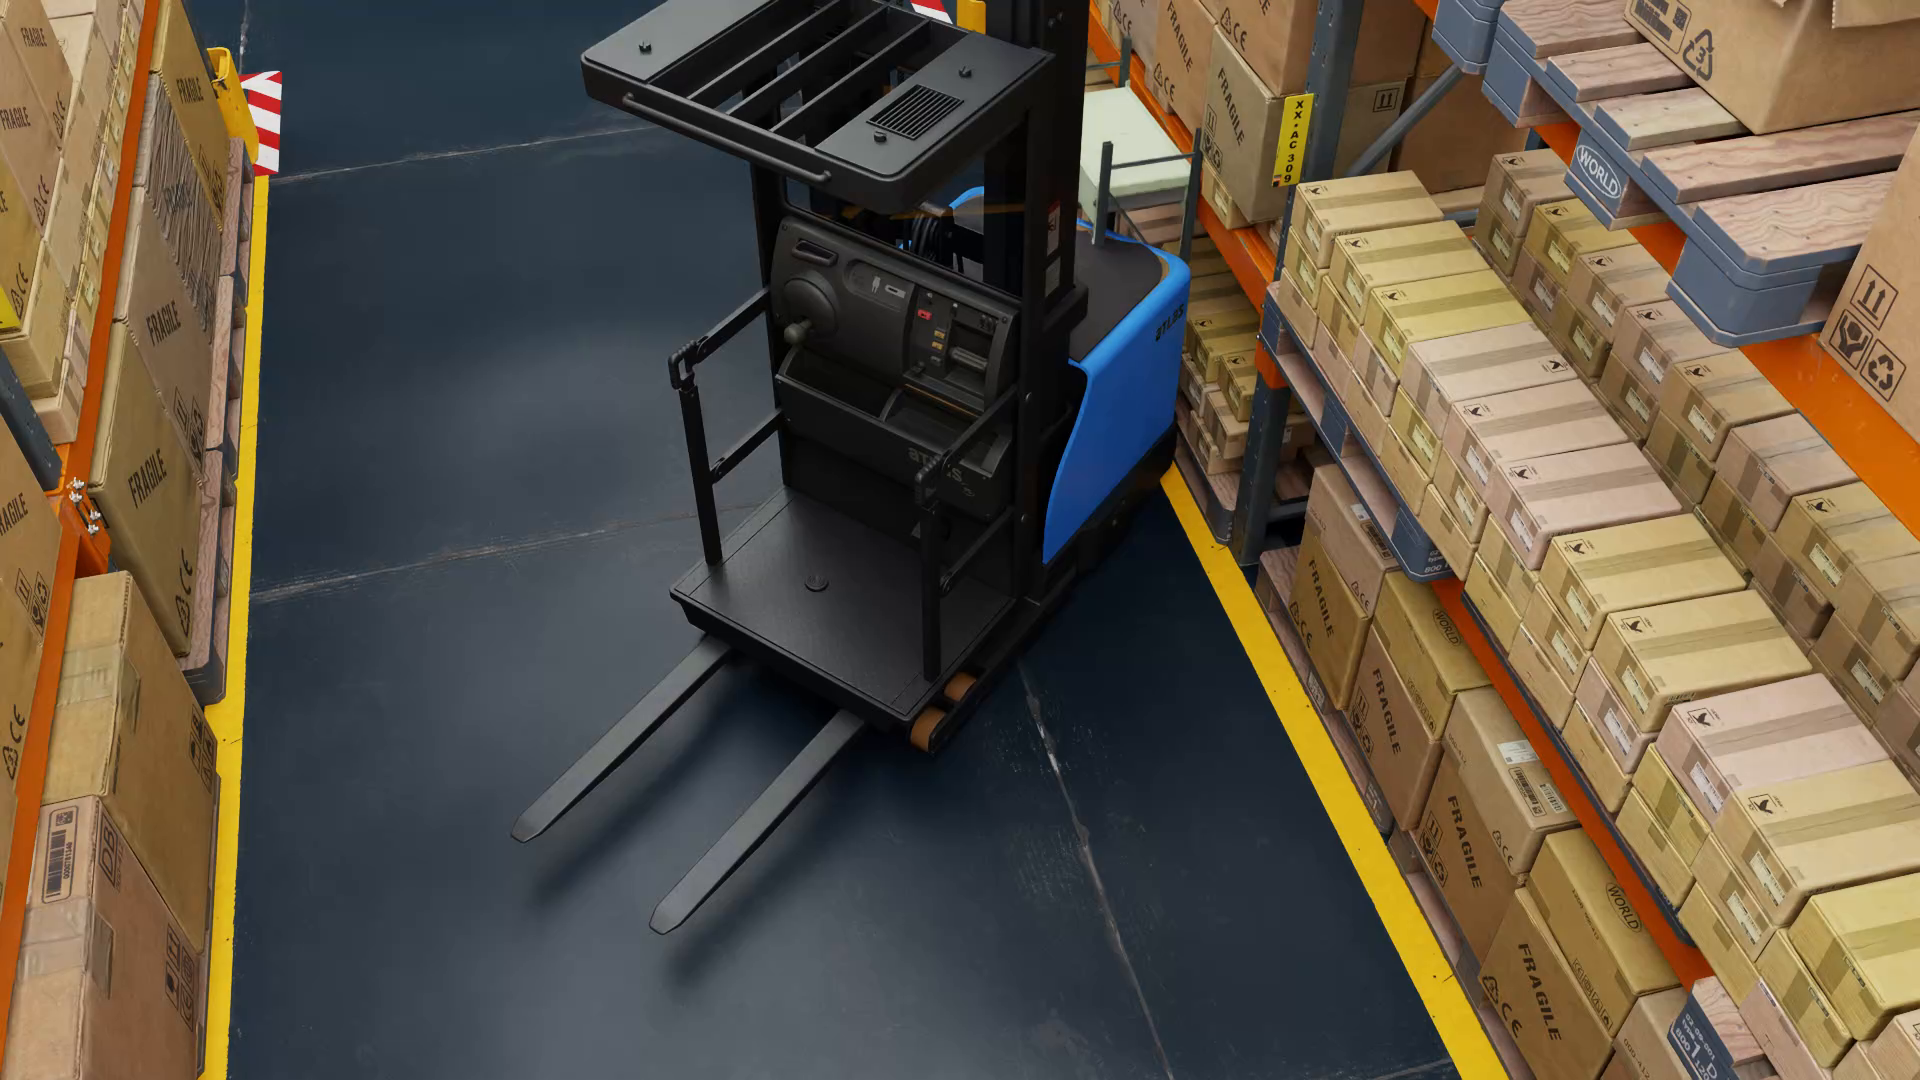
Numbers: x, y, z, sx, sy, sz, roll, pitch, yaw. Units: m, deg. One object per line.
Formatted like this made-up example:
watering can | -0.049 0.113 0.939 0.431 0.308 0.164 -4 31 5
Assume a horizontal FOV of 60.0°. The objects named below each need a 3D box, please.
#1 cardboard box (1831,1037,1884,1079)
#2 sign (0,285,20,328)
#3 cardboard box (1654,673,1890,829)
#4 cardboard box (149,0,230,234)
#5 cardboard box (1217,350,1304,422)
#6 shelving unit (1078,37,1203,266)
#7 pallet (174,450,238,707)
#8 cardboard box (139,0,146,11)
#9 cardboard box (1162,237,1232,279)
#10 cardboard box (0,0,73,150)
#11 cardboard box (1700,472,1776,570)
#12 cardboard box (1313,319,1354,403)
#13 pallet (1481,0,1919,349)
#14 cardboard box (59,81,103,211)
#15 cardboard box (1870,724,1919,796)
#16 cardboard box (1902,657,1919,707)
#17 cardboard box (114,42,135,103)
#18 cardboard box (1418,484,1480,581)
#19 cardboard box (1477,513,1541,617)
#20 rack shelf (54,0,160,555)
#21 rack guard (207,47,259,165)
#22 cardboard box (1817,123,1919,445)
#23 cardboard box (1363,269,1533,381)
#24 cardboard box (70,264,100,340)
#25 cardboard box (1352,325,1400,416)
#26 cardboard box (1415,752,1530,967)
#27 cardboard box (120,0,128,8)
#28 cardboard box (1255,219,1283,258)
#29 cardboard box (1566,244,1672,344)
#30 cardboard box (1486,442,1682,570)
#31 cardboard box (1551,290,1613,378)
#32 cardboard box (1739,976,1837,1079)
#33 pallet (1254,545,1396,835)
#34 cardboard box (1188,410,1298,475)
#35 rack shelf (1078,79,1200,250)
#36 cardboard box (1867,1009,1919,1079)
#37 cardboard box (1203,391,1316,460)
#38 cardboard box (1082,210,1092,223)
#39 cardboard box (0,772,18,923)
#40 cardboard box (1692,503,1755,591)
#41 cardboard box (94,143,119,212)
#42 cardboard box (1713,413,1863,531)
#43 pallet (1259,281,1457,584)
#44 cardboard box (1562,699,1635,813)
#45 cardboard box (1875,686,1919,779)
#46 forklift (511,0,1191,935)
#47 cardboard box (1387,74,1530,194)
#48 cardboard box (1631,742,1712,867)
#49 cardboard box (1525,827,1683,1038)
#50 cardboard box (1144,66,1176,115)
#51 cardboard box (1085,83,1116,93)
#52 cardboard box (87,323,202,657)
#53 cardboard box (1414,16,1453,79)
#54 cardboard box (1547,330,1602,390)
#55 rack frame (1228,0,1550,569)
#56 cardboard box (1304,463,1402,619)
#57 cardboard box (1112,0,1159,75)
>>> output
cardboard box | 1.970 1.087 3.258 0.380 0.149 0.250 -9 46 -9
sign | -2.716 -0.716 4.596 0.100 0.325 0.005 -11 47 -10
cardboard box | 1.781 0.465 3.660 0.380 0.149 0.250 -11 47 -10
cardboard box | -4.021 -1.970 7.774 0.875 0.875 0.875 -11 47 -10
cardboard box | 1.240 -0.625 6.547 0.380 0.149 0.250 -9 46 -9
shelving unit | 0.586 -1.168 6.813 0.431 1.500 0.755 -11 45 -13
pallet | -3.357 0.205 6.402 1.003 0.211 1.213 -11 47 -10
cardboard box | -3.721 -2.367 7.145 0.380 0.149 0.250 -11 47 -10
cardboard box | 1.075 -1.158 7.070 0.380 0.149 0.250 -9 46 -9
cardboard box | -3.370 -1.623 5.612 0.500 0.500 0.500 -12 47 -12
cardboard box | 2.216 -0.084 4.406 0.380 0.149 0.250 -11 47 -10
cardboard box | 1.315 -0.582 5.102 0.380 0.149 0.250 -10 46 -10
pallet | 1.906 -0.892 3.555 1.213 0.211 1.003 -11 47 -10
cardboard box | -3.366 -1.357 5.876 0.500 0.250 0.500 -10 46 -9
cardboard box | 2.408 0.547 3.996 0.380 0.149 0.250 -9 46 -9
cardboard box | 2.407 0.346 3.776 0.380 0.149 0.250 -9 46 -8
cardboard box | -3.523 -1.836 6.625 0.380 0.149 0.250 -11 47 -10
cardboard box | 1.504 -0.059 4.590 0.380 0.149 0.250 -13 47 -12
cardboard box | 1.580 0.029 4.295 0.380 0.149 0.250 -11 47 -11
rack shelf | -3.750 -1.361 6.487 1.077 0.370 4.000 -11 47 -10
rack guard | -4.268 -2.135 8.493 1.175 0.500 0.348 -11 47 -10
cardboard box | 1.950 -0.429 2.900 0.500 0.500 0.500 -11 47 -10
cardboard box | 1.379 -0.612 4.714 0.380 0.149 0.250 -10 46 -10
cardboard box | -3.127 -0.772 5.583 0.380 0.149 0.250 -9 46 -9
cardboard box | 1.374 -0.520 4.833 0.380 0.149 0.250 -10 46 -9
cardboard box | 1.800 0.942 5.183 0.500 0.500 0.500 -10 46 -10
cardboard box | -3.752 -2.409 6.907 0.500 0.250 0.500 -11 47 -11
cardboard box | 1.283 -1.136 5.939 0.380 0.149 0.250 -11 47 -11
cardboard box | 2.008 -0.731 4.831 0.380 0.149 0.250 -12 47 -12
cardboard box | 1.571 -0.088 4.201 0.380 0.149 0.250 -9 46 -9
cardboard box | 2.005 -0.640 4.951 0.380 0.149 0.250 -9 46 -9
cardboard box | 1.908 1.028 3.525 0.380 0.149 0.250 -10 46 -10
pallet | 1.783 0.444 6.167 1.003 0.211 1.213 -11 47 -10
cardboard box | 1.153 -0.427 6.770 0.380 0.149 0.250 -10 46 -10
rack shelf | 0.593 -1.450 6.544 0.431 0.370 0.720 -11 45 -13
cardboard box | 1.976 0.997 3.138 0.380 0.149 0.250 -11 47 -11
cardboard box | 1.195 -0.482 6.616 0.380 0.149 0.250 -10 46 -10
cardboard box | 0.792 -1.494 7.816 0.380 0.149 0.250 -11 47 -10
cardboard box | -2.594 0.708 3.886 0.500 0.500 0.500 -11 47 -11
cardboard box | 2.212 0.009 4.523 0.380 0.149 0.250 -9 46 -9
cardboard box | -3.324 -1.304 6.104 0.380 0.149 0.250 -10 46 -10
cardboard box | 2.207 -0.195 4.306 0.380 0.149 0.250 -13 47 -12
pallet | 1.638 -0.448 5.223 1.003 0.211 1.213 -11 47 -10
cardboard box | 1.713 0.490 4.051 0.380 0.149 0.250 -9 46 -9
cardboard box | 2.406 0.442 3.890 0.380 0.149 0.250 -11 47 -10
forklift | -0.355 -0.655 5.340 1.130 2.935 3.031 26 51 23
cardboard box | 1.699 -1.596 5.936 0.500 0.500 0.500 -11 47 -11
cardboard box | 1.775 0.561 3.773 0.380 0.149 0.250 -11 47 -11
cardboard box | 1.923 1.033 4.568 0.500 0.250 0.500 -10 46 -9
cardboard box | 0.961 -1.854 6.642 0.380 0.149 0.250 -13 47 -12
cardboard box | 0.697 -2.049 7.944 0.380 0.149 0.250 -9 46 -9
cardboard box | -3.330 -0.106 5.947 0.875 0.875 0.875 -11 47 -10
cardboard box | 1.703 -1.914 5.547 0.500 0.500 0.500 -10 46 -9
cardboard box | 2.005 -0.539 5.059 0.380 0.149 0.250 -11 47 -10
rack frame | 1.583 -1.069 5.698 1.000 3.000 0.127 -11 47 -10
cardboard box | 1.516 -0.045 5.625 0.500 0.250 0.500 -13 47 -12
cardboard box | 0.928 -2.193 6.521 0.500 0.500 0.500 -11 47 -11
